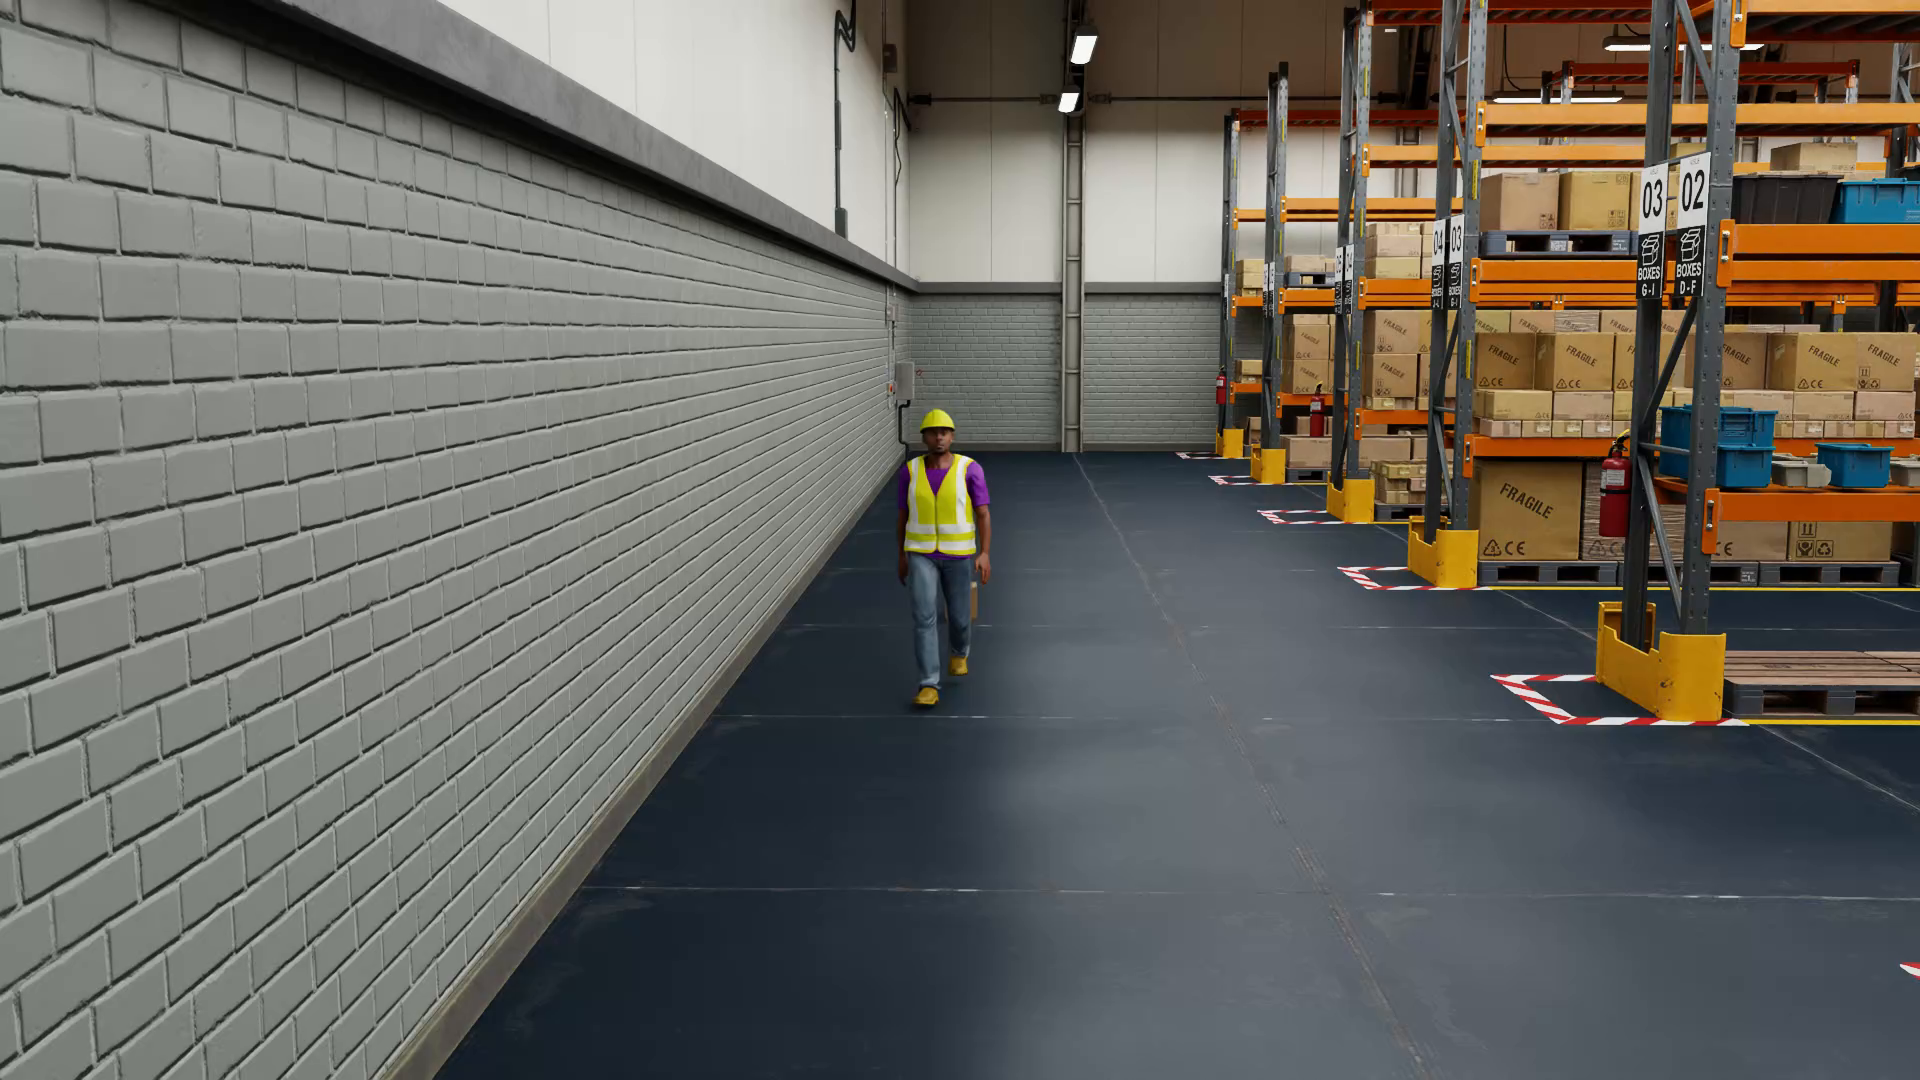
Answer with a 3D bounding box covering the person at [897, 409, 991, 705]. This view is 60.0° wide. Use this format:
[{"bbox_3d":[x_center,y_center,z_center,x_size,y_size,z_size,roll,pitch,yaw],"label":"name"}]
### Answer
[{"bbox_3d":[-0.100,0.083,9.997,0.583,1.734,0.945,1,7,4],"label":"person"}]
